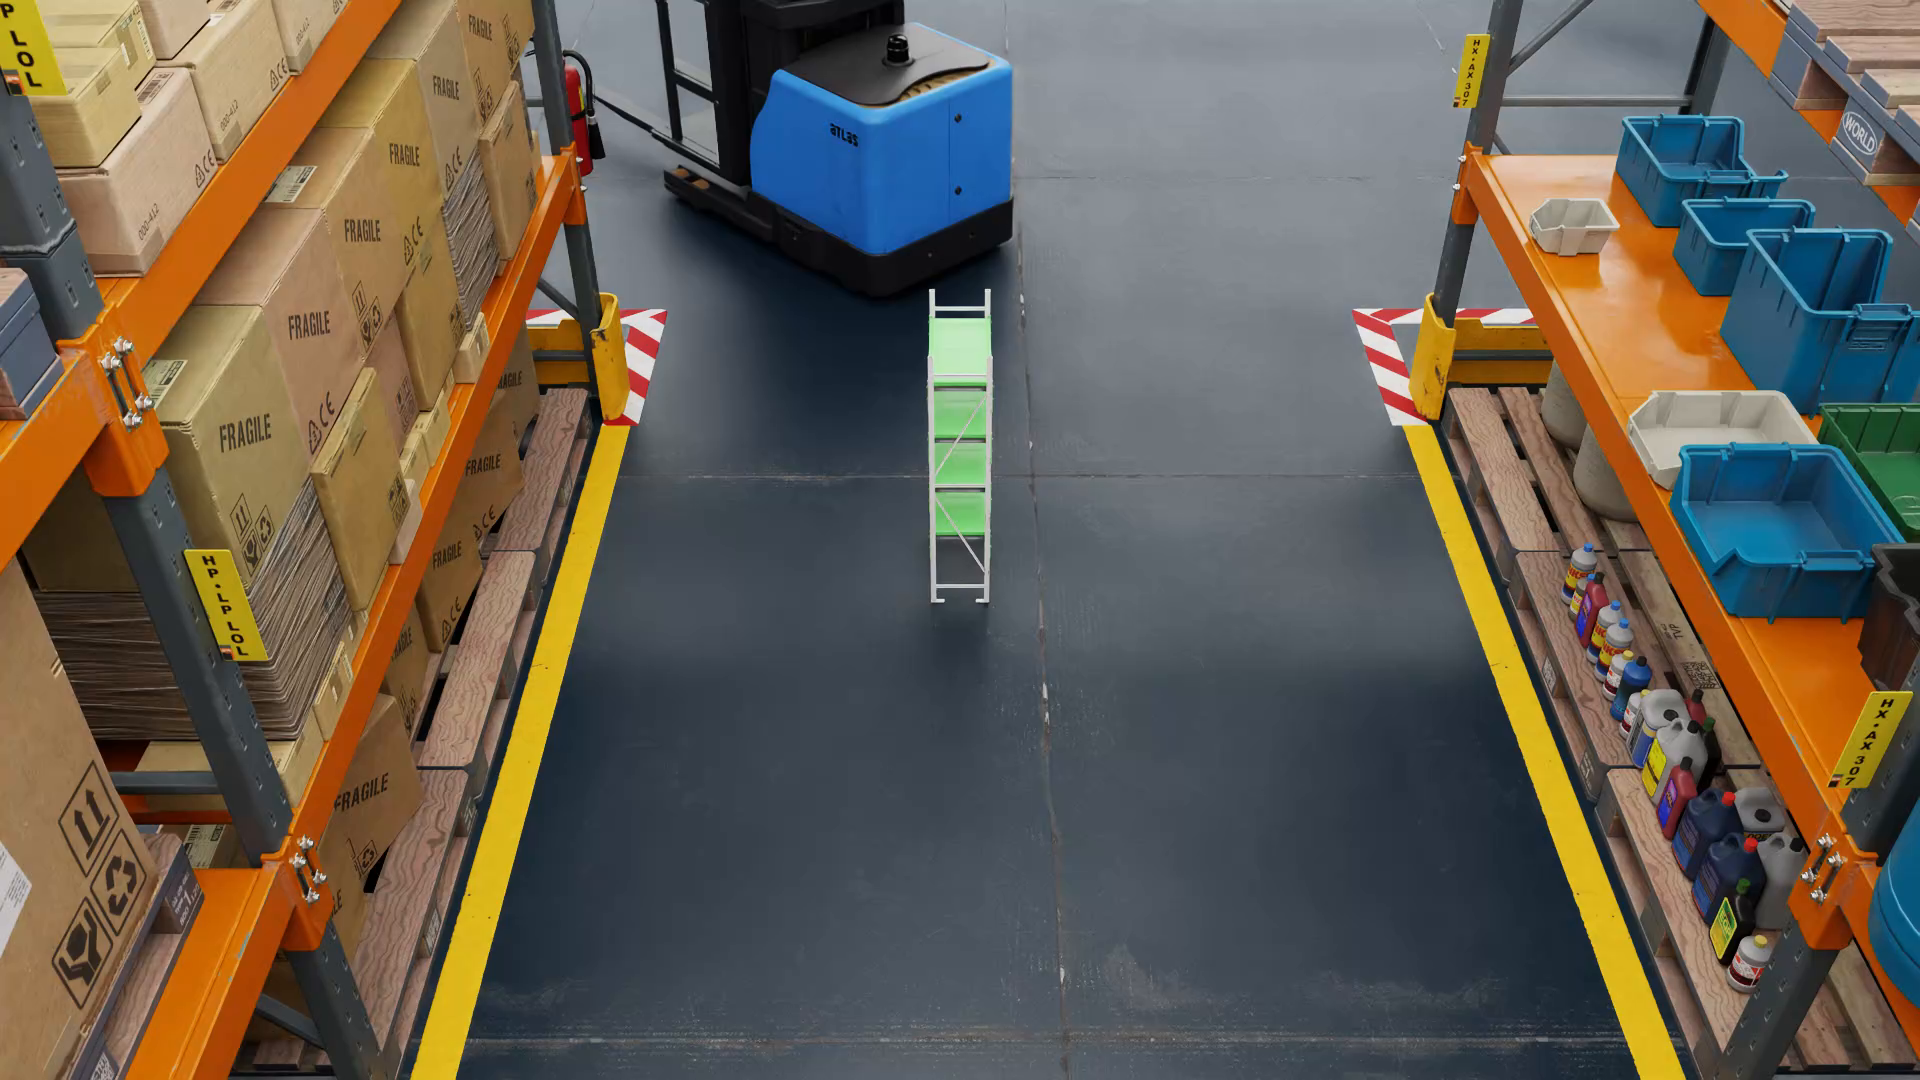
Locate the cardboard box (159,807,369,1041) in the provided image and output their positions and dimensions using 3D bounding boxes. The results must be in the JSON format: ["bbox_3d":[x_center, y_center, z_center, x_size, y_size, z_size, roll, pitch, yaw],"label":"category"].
[{"bbox_3d":[-2.163,1.166,5.060,0.500,0.500,0.500,-1,39,-1],"label":"cardboard box"}]

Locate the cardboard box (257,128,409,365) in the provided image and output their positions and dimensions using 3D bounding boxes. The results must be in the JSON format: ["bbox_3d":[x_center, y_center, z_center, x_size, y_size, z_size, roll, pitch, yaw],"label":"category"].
[{"bbox_3d":[-1.951,-0.848,4.792,0.500,0.500,0.500,0,39,0],"label":"cardboard box"}]

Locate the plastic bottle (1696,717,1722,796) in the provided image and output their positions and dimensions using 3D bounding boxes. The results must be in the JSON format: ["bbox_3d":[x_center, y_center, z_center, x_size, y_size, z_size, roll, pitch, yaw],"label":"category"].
[{"bbox_3d":[2.563,0.748,5.738,0.061,0.283,0.133,0,39,0],"label":"plastic bottle"}]

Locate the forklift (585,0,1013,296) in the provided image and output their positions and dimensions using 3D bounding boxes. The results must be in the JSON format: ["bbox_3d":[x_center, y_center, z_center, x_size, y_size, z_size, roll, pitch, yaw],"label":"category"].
[{"bbox_3d":[-1.080,-3.255,8.968,1.130,2.935,3.031,-30,48,-32],"label":"forklift"}]

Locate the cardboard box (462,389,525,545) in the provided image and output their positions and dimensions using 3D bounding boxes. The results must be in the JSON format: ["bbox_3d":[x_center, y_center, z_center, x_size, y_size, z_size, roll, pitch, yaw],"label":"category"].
[{"bbox_3d":[-2.189,-0.321,6.915,0.500,0.500,0.500,10,40,12],"label":"cardboard box"}]

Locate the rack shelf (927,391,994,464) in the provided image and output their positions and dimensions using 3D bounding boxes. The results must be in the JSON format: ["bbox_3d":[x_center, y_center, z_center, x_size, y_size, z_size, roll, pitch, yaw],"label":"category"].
[{"bbox_3d":[0.000,-0.502,6.635,0.258,0.148,0.480,0,39,0],"label":"rack shelf"}]

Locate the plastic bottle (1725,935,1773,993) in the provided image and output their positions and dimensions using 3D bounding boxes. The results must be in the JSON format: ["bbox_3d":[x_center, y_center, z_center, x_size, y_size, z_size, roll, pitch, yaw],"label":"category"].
[{"bbox_3d":[2.438,1.294,5.122,0.097,0.201,0.097,0,39,0],"label":"plastic bottle"}]

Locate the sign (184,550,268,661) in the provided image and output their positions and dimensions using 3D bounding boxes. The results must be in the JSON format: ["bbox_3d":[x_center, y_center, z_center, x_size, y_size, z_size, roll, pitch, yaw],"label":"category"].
[{"bbox_3d":[-1.648,0.150,3.739,0.100,0.325,0.005,0,39,0],"label":"sign"}]

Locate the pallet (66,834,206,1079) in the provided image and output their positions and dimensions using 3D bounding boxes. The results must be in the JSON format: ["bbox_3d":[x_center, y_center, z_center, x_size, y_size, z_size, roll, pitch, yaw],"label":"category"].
[{"bbox_3d":[-2.348,1.157,3.561,1.003,0.211,1.213,0,39,0],"label":"pallet"}]

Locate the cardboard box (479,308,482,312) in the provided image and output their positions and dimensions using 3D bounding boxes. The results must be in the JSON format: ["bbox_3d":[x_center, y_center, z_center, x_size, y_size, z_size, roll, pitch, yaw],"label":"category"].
[{"bbox_3d":[-1.983,-0.839,6.100,0.380,0.149,0.250,0,39,0],"label":"cardboard box"}]

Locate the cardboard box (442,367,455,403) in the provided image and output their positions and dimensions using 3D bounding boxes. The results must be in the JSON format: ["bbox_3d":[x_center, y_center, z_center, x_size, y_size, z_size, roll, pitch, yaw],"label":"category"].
[{"bbox_3d":[-1.963,-0.527,5.710,0.380,0.149,0.250,0,39,0],"label":"cardboard box"}]

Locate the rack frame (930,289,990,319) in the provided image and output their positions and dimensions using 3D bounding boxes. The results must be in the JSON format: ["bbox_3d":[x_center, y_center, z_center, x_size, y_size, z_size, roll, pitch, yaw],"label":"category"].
[{"bbox_3d":[0.000,-0.517,6.936,0.240,1.200,0.015,0,39,0],"label":"rack frame"}]

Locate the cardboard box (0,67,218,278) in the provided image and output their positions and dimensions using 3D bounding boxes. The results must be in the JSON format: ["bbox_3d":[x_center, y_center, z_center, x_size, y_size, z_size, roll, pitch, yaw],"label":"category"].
[{"bbox_3d":[-1.947,-0.789,3.558,0.500,0.250,0.500,-1,39,-2],"label":"cardboard box"}]

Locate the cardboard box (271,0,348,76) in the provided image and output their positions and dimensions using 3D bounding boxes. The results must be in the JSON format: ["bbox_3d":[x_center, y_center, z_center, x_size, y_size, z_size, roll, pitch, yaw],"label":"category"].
[{"bbox_3d":[-1.943,-1.431,4.358,0.500,0.250,0.500,-1,39,-2],"label":"cardboard box"}]

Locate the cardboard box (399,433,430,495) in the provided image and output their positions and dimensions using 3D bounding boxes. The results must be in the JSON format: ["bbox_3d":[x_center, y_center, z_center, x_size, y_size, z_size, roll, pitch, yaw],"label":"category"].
[{"bbox_3d":[-1.928,-0.214,5.319,0.380,0.149,0.250,0,39,0],"label":"cardboard box"}]

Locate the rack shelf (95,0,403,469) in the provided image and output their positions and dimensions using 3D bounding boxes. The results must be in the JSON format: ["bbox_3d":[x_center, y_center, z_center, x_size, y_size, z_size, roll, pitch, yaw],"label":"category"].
[{"bbox_3d":[-2.205,-1.536,4.945,1.077,0.370,4.000,0,39,0],"label":"rack shelf"}]

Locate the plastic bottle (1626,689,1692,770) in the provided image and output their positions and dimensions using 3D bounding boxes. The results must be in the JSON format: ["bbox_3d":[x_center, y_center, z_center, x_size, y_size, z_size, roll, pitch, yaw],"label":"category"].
[{"bbox_3d":[2.464,0.666,5.847,0.152,0.276,0.135,1,39,1],"label":"plastic bottle"}]

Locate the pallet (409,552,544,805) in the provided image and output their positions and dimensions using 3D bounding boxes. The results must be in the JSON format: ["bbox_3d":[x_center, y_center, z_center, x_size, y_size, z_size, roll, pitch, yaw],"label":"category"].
[{"bbox_3d":[-2.243,0.508,6.448,1.003,0.211,1.213,0,39,0],"label":"pallet"}]

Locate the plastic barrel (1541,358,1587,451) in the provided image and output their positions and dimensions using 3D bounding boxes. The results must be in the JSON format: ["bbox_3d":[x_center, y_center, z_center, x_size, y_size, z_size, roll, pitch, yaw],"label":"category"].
[{"bbox_3d":[2.823,-0.682,7.356,0.421,0.512,0.421,0,39,0],"label":"plastic barrel"}]

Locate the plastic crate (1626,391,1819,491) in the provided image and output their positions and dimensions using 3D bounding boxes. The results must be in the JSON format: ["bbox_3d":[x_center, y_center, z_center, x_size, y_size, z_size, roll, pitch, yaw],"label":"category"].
[{"bbox_3d":[2.495,-0.312,5.451,0.530,0.136,0.437,0,39,0],"label":"plastic crate"}]

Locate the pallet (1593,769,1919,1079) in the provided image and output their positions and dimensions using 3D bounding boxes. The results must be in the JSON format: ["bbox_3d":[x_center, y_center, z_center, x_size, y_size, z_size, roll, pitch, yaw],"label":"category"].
[{"bbox_3d":[2.791,1.269,5.498,1.003,0.211,1.213,0,39,0],"label":"pallet"}]

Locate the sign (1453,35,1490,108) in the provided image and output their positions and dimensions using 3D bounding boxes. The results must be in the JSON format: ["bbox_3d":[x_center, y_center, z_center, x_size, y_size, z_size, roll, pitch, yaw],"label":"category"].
[{"bbox_3d":[2.195,-2.011,7.140,0.100,0.325,0.005,0,39,0],"label":"sign"}]

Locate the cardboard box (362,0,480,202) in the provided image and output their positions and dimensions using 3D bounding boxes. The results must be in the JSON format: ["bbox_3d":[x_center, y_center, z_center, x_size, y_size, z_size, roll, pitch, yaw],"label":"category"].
[{"bbox_3d":[-1.955,-1.473,5.572,0.500,0.500,0.500,0,39,0],"label":"cardboard box"}]

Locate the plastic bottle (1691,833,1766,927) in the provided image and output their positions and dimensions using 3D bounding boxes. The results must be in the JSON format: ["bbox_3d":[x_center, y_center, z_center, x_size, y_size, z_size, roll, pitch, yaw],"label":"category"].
[{"bbox_3d":[2.461,1.060,5.295,0.144,0.351,0.185,-1,39,-1],"label":"plastic bottle"}]

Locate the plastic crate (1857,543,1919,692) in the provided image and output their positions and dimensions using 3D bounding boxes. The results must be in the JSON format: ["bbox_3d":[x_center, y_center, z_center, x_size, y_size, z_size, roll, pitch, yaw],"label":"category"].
[{"bbox_3d":[2.877,0.297,4.530,0.767,0.338,0.504,0,39,0],"label":"plastic crate"}]

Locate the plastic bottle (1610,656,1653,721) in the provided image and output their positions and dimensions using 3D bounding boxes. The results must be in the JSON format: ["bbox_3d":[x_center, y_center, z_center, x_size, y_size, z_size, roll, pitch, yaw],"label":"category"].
[{"bbox_3d":[2.437,0.530,6.020,0.097,0.271,0.097,0,39,0],"label":"plastic bottle"}]

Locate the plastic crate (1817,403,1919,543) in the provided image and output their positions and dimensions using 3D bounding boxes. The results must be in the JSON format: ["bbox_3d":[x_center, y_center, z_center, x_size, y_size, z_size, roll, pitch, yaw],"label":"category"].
[{"bbox_3d":[3.031,-0.166,5.228,0.450,0.188,0.662,0,39,0],"label":"plastic crate"}]

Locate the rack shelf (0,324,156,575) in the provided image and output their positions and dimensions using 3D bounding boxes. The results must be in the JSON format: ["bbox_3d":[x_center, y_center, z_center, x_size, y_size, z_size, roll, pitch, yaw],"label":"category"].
[{"bbox_3d":[-2.201,0.965,1.824,1.077,0.370,4.000,0,39,0],"label":"rack shelf"}]

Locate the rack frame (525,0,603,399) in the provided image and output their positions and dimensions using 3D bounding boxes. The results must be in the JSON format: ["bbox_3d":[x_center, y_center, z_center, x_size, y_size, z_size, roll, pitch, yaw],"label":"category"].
[{"bbox_3d":[-2.208,-1.897,7.219,1.000,3.000,0.127,0,39,0],"label":"rack frame"}]

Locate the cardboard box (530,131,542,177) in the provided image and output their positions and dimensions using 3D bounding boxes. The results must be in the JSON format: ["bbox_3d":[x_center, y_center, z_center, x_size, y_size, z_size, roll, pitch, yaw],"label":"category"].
[{"bbox_3d":[-2.001,-1.621,7.075,0.380,0.149,0.250,0,39,0],"label":"cardboard box"}]

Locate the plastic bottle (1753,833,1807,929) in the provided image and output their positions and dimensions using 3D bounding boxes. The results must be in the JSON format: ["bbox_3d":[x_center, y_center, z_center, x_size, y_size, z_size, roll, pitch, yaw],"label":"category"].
[{"bbox_3d":[2.605,1.060,5.295,0.144,0.351,0.185,0,39,0],"label":"plastic bottle"}]

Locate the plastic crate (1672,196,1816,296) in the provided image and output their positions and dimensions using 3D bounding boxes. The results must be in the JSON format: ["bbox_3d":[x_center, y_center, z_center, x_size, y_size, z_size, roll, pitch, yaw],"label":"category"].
[{"bbox_3d":[3.040,-1.124,6.373,0.499,0.251,0.408,0,39,0],"label":"plastic crate"}]

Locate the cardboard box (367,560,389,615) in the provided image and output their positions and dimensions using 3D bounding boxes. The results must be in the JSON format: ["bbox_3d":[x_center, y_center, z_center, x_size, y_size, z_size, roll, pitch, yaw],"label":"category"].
[{"bbox_3d":[-1.927,0.099,4.929,0.380,0.149,0.250,0,39,0],"label":"cardboard box"}]

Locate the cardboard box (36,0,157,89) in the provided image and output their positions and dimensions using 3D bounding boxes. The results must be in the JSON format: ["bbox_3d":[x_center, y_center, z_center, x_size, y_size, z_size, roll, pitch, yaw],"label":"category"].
[{"bbox_3d":[-1.964,-1.033,3.543,0.380,0.149,0.250,-2,39,-2],"label":"cardboard box"}]

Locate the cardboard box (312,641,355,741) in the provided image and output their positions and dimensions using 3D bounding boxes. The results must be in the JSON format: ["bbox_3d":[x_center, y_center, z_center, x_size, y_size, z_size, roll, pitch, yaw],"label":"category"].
[{"bbox_3d":[-1.890,0.411,4.539,0.380,0.149,0.250,0,39,0],"label":"cardboard box"}]

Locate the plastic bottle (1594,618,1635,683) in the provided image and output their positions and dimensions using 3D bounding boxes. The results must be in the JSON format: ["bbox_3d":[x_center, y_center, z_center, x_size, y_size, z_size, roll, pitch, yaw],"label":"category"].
[{"bbox_3d":[2.436,0.403,6.178,0.097,0.271,0.097,0,39,0],"label":"plastic bottle"}]

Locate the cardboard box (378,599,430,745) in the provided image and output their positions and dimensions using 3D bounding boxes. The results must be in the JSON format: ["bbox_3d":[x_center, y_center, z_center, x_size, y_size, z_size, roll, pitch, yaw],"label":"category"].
[{"bbox_3d":[-2.251,0.419,5.991,0.500,0.500,0.500,-3,39,-4],"label":"cardboard box"}]

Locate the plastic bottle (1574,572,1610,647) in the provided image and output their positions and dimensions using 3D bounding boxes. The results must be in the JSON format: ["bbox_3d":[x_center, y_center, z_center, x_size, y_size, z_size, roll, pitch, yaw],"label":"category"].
[{"bbox_3d":[2.418,0.263,6.343,0.061,0.283,0.133,1,39,1],"label":"plastic bottle"}]

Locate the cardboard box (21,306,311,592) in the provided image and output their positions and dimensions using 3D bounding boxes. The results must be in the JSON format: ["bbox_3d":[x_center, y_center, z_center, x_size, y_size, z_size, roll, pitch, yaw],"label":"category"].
[{"bbox_3d":[-1.949,-0.223,4.012,0.500,0.500,0.500,0,39,0],"label":"cardboard box"}]

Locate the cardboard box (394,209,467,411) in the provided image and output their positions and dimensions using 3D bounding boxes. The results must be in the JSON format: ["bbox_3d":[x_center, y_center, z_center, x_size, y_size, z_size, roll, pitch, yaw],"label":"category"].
[{"bbox_3d":[-2.168,-0.770,5.495,0.875,0.500,0.500,0,39,0],"label":"cardboard box"}]

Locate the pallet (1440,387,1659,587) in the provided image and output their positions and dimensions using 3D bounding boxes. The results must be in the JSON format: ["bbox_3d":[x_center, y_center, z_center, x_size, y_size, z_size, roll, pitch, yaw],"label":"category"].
[{"bbox_3d":[2.788,-0.257,7.402,1.003,0.211,1.213,0,39,0],"label":"pallet"}]

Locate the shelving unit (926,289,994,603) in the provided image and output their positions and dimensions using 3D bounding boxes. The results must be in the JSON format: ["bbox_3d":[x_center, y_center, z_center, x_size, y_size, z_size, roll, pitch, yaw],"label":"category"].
[{"bbox_3d":[0.000,-0.365,6.746,0.258,1.200,0.503,0,39,0],"label":"shelving unit"}]

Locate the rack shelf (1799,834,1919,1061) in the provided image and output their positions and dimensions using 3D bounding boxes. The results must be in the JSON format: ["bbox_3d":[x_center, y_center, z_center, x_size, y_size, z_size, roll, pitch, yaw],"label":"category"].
[{"bbox_3d":[2.752,2.132,2.766,1.077,0.370,4.000,0,39,0],"label":"rack shelf"}]

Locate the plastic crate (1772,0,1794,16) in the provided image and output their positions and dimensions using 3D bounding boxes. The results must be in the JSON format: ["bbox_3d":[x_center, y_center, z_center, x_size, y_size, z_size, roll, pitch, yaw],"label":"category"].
[{"bbox_3d":[2.344,-1.470,4.498,0.243,0.136,0.396,0,39,0],"label":"plastic crate"}]

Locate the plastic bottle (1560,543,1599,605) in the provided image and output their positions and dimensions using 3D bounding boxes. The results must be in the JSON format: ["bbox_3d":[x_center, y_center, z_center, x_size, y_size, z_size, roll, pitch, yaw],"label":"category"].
[{"bbox_3d":[2.436,0.126,6.524,0.097,0.271,0.097,0,39,0],"label":"plastic bottle"}]

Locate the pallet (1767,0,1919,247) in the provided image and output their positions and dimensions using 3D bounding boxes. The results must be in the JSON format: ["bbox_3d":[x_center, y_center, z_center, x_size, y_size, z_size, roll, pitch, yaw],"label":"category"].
[{"bbox_3d":[2.652,-0.947,3.786,1.213,0.211,1.003,0,39,0],"label":"pallet"}]

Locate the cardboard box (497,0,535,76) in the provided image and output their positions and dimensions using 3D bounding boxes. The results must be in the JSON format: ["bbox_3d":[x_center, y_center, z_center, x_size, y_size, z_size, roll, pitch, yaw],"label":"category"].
[{"bbox_3d":[-1.960,-2.099,6.353,0.500,0.500,0.500,0,39,0],"label":"cardboard box"}]

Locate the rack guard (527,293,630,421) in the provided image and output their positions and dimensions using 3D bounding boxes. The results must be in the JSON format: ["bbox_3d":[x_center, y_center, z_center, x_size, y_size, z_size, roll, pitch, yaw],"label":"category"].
[{"bbox_3d":[-2.207,-0.874,7.941,1.175,0.500,0.348,0,39,0],"label":"rack guard"}]

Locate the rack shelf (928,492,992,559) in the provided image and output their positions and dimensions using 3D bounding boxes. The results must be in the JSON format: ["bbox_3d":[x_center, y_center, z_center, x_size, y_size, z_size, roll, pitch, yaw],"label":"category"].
[{"bbox_3d":[0.000,-0.128,6.936,0.258,0.148,0.480,0,39,0],"label":"rack shelf"}]

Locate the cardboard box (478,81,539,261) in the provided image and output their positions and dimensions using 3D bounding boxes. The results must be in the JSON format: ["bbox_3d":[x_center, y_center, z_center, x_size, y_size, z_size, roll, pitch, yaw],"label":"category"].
[{"bbox_3d":[-2.114,-1.396,6.275,0.875,0.500,0.500,0,39,0],"label":"cardboard box"}]

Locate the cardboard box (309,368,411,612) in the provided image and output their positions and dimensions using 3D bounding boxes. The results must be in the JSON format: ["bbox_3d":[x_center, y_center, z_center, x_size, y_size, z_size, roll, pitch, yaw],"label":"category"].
[{"bbox_3d":[-2.107,-0.145,4.714,0.875,0.500,0.500,0,39,0],"label":"cardboard box"}]

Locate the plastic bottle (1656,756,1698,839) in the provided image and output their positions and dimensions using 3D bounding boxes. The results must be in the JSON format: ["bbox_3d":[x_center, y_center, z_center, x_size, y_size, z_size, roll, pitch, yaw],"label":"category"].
[{"bbox_3d":[2.419,0.865,5.593,0.061,0.283,0.133,2,39,3],"label":"plastic bottle"}]

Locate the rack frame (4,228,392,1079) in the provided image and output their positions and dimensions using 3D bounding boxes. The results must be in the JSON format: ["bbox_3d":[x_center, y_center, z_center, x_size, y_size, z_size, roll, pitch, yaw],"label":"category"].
[{"bbox_3d":[-2.203,0.604,4.097,1.000,3.000,0.127,0,39,0],"label":"rack frame"}]
